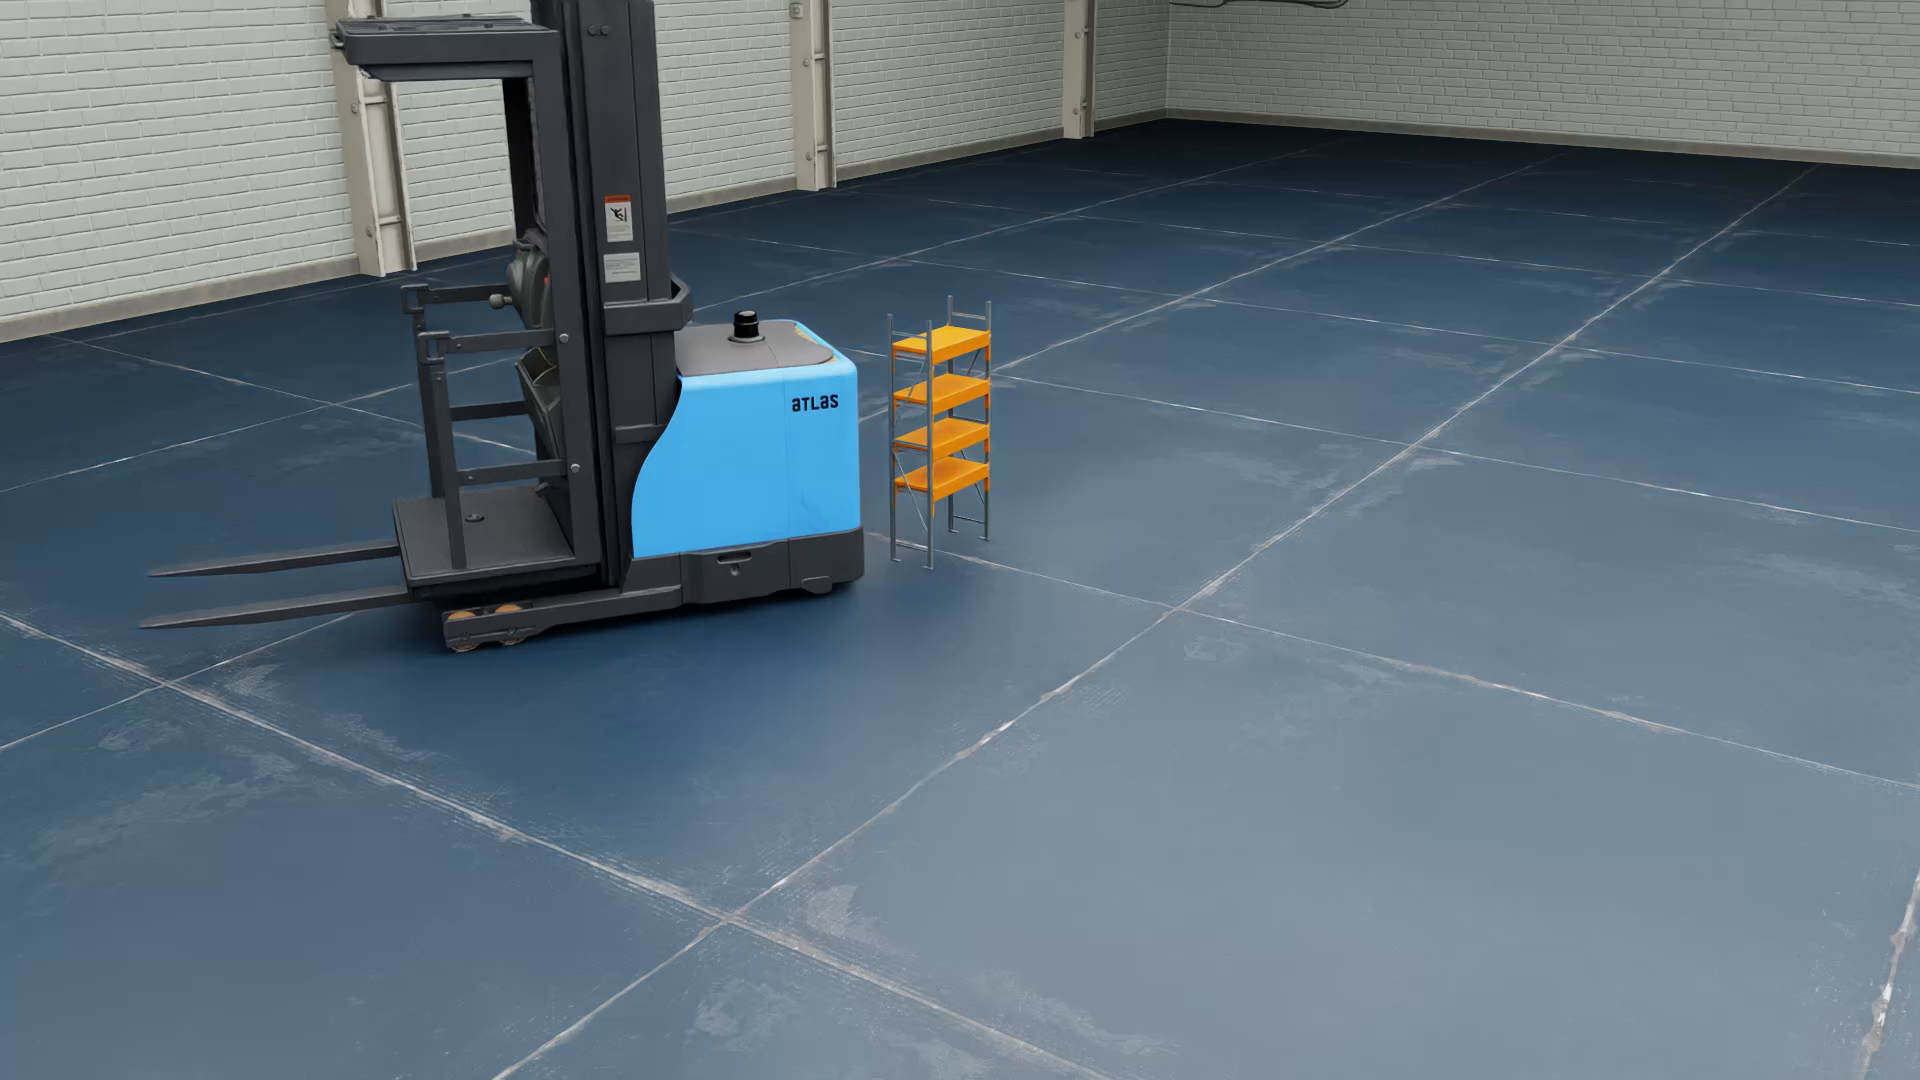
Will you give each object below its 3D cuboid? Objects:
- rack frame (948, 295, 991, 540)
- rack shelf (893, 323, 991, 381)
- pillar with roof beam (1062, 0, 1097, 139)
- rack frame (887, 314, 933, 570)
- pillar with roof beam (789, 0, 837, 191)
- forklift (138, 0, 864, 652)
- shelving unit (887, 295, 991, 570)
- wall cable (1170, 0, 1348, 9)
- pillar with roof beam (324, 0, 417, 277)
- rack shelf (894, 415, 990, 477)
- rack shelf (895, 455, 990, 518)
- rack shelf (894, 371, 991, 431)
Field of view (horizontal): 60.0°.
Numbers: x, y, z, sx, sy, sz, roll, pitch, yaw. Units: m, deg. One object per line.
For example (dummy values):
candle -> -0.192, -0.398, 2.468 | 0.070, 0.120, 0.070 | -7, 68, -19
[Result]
rack frame -> 0.044, -0.585, 8.118 | 0.240, 1.200, 0.015 | 13, 24, 32
rack shelf -> -0.093, -0.884, 7.792 | 0.258, 0.148, 0.480 | 13, 24, 32
pillar with roof beam -> 5.259, -9.195, 20.153 | 9.100, 9.000, 0.400 | 13, 24, 32
rack frame -> -0.230, -0.445, 7.739 | 0.240, 1.200, 0.015 | 13, 24, 32
pillar with roof beam -> 1.886, -7.474, 15.499 | 9.100, 9.000, 0.400 | 13, 24, 32
forklift -> -2.010, -1.113, 7.048 | 3.031, 2.935, 1.130 | -8, 22, -20
shelving unit -> -0.093, -0.515, 7.928 | 0.258, 1.200, 0.503 | 13, 24, 32
wall cable -> 4.448, -9.166, 24.550 | 3.097, 2.526, 0.112 | 13, 24, 32
pillar with roof beam -> -1.487, -5.752, 10.845 | 9.100, 9.000, 0.400 | 13, 24, 32
rack shelf -> -0.093, -0.452, 7.952 | 0.258, 0.148, 0.480 | 13, 24, 32
rack shelf -> -0.093, -0.266, 8.021 | 0.258, 0.148, 0.480 | 13, 24, 32
rack shelf -> -0.093, -0.662, 7.874 | 0.258, 0.148, 0.480 | 13, 24, 32
